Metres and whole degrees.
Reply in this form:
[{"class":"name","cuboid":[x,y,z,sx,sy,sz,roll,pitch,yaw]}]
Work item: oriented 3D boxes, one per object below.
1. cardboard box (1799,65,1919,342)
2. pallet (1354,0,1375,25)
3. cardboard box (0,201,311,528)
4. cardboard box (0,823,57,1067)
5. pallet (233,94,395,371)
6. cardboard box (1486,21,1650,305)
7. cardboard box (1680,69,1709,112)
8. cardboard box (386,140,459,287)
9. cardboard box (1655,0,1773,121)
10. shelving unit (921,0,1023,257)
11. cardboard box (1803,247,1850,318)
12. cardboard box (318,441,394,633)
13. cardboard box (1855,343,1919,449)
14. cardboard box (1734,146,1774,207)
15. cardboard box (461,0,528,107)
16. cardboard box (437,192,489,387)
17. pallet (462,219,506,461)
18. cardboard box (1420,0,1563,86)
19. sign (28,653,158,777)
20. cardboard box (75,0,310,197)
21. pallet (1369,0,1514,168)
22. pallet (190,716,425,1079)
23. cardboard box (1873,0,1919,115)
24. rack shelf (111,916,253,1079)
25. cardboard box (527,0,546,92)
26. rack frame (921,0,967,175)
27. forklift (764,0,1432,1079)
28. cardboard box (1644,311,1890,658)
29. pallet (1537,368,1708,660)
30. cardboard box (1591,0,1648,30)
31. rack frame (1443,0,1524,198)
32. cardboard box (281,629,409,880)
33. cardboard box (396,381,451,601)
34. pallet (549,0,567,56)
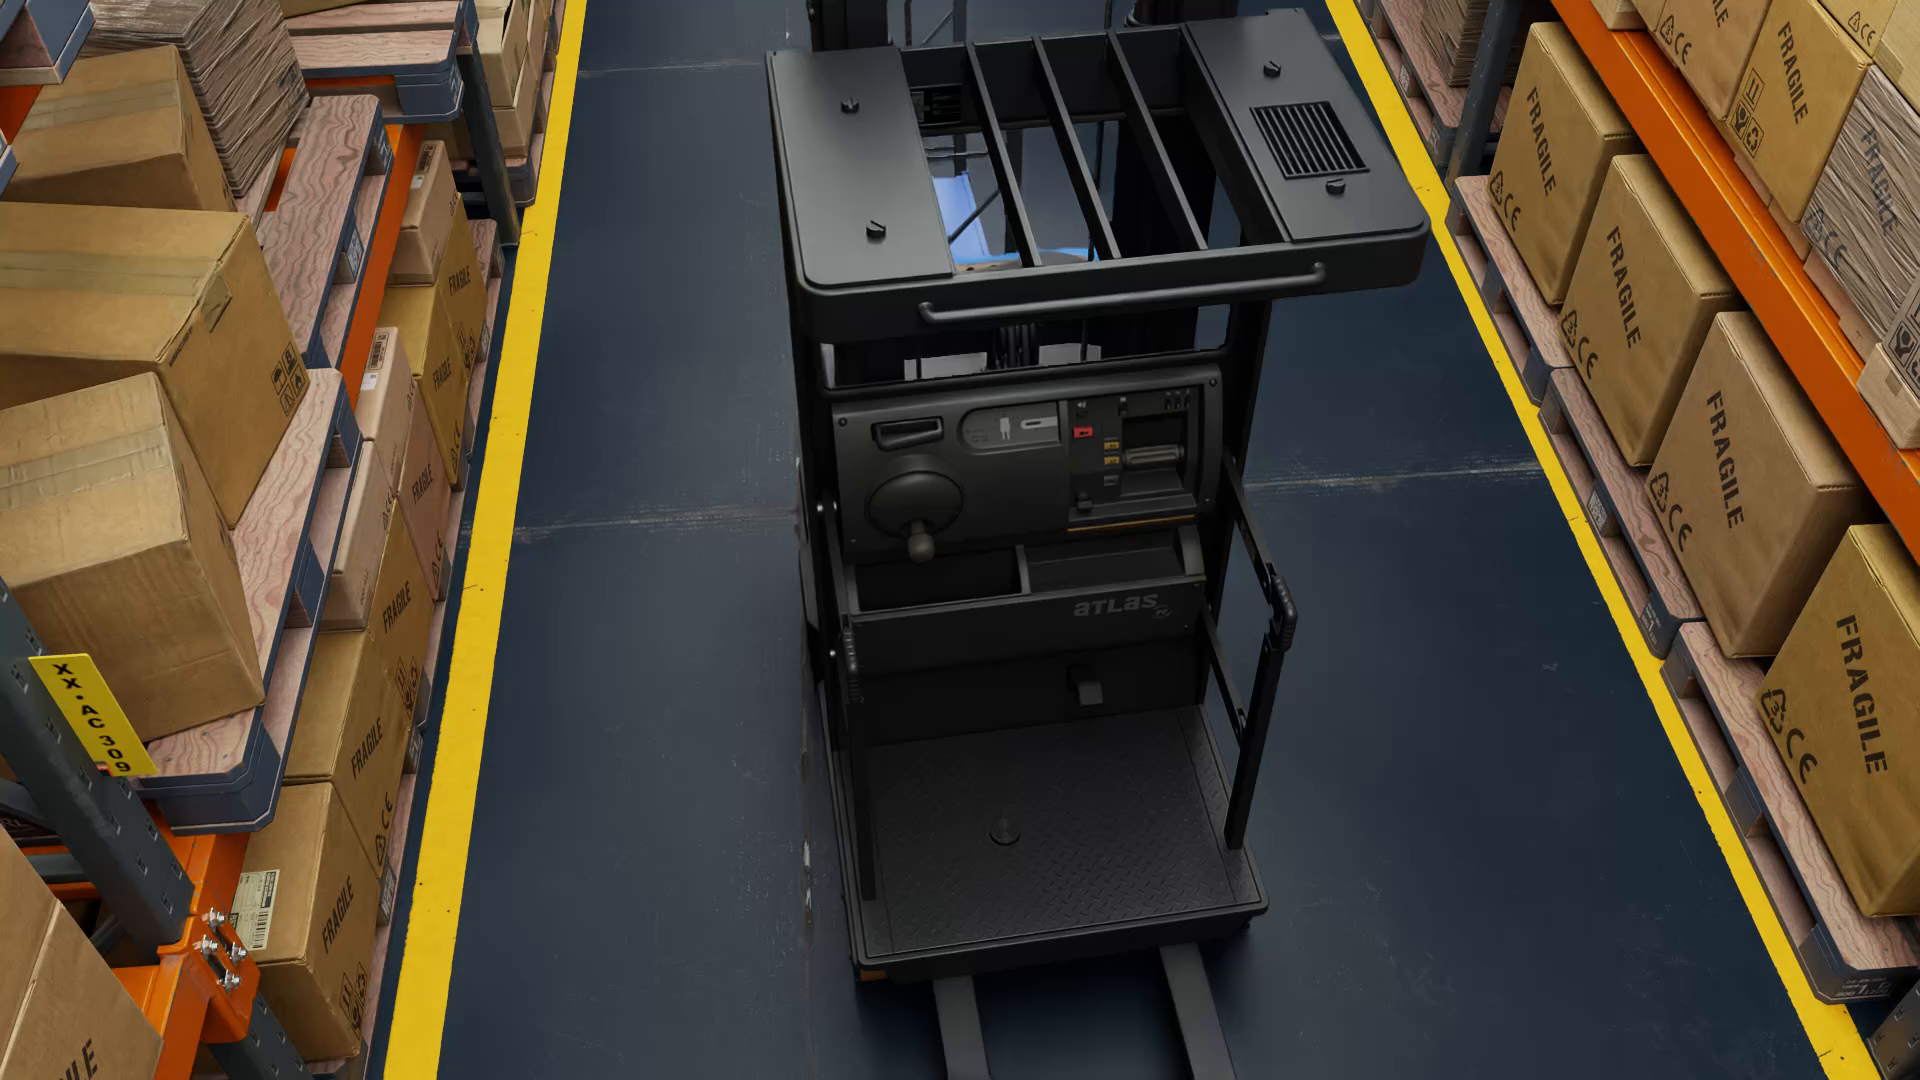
[{"class":"cardboard box","cuboid":[2.560,-0.862,4.213,0.500,0.500,0.500,-3,47,-3]},{"class":"pallet","cuboid":[2.438,-3.049,8.492,1.003,0.211,1.213,-3,47,-3]},{"class":"cardboard box","cuboid":[-1.938,-0.393,3.698,0.700,0.500,0.500,3,47,3]},{"class":"cardboard box","cuboid":[-1.700,0.608,2.351,0.500,0.500,0.500,-3,47,-3]},{"class":"pallet","cuboid":[-2.168,-0.785,4.560,1.003,0.211,1.213,-3,47,-3]},{"class":"cardboard box","cuboid":[2.532,-1.427,6.227,0.750,0.750,0.750,-4,47,-4]},{"class":"cardboard box","cuboid":[2.522,-1.488,5.253,0.380,0.149,0.250,-3,47,-2]},{"class":"cardboard box","cuboid":[-2.014,-1.105,5.632,0.500,0.250,0.500,-2,47,-2]},{"class":"cardboard box","cuboid":[2.461,-1.600,4.912,0.500,0.500,0.500,-4,47,-3]},{"class":"shelving unit","cuboid":[-0.146,-1.049,5.710,0.538,1.500,1.048,-7,47,-6]},{"class":"cardboard box","cuboid":[2.563,-0.737,4.542,0.380,0.149,0.250,-5,47,-4]},{"class":"cardboard box","cuboid":[-1.882,-0.002,4.588,0.500,0.250,0.500,-3,47,-3]},{"class":"cardboard box","cuboid":[2.523,-0.374,4.198,0.380,0.149,0.250,-3,47,-3]},{"class":"cardboard box","cuboid":[2.537,-1.121,4.905,0.380,0.149,0.250,-3,47,-3]},{"class":"cardboard box","cuboid":[-2.086,-2.046,6.841,0.500,0.311,0.500,-2,47,-2]},{"class":"cardboard box","cuboid":[-2.023,-0.887,5.943,0.500,0.500,0.500,-2,47,-2]},{"class":"pallet","cuboid":[-2.310,-0.757,6.321,1.003,0.211,1.213,-3,47,-3]},{"class":"cardboard box","cuboid":[2.488,-2.371,7.348,0.700,0.500,0.500,-3,47,-3]},{"class":"sign","cuboid":[-1.460,0.300,2.804,0.100,0.325,0.005,-3,47,-3]},{"class":"cardboard box","cuboid":[-2.284,-1.315,4.571,0.700,0.500,0.500,4,47,4]},{"class":"pallet","cuboid":[2.537,-2.168,7.658,1.003,0.211,1.213,-3,47,-3]},{"class":"pallet","cuboid":[-2.106,1.009,4.649,1.003,0.211,1.213,-3,47,-3]},{"class":"cardboard box","cuboid":[2.566,-1.131,3.951,0.500,0.250,0.500,-3,47,-3]},{"class":"rack shelf","cuboid":[-1.833,2.330,1.972,1.077,0.370,4.000,-3,47,-3]},{"class":"cardboard box","cuboid":[-2.129,-2.217,7.389,0.500,0.250,0.500,-5,47,-4]},{"class":"rack frame","cuboid":[-0.226,-1.413,6.055,0.500,1.500,0.032,-7,47,-6]},{"class":"forklift","cuboid":[0.204,-0.082,3.809,1.130,2.935,3.031,-7,47,-6]},{"class":"cardboard box","cuboid":[2.674,-0.178,5.044,0.750,0.750,0.750,-2,47,-2]},{"class":"pallet","cuboid":[2.691,-0.147,5.744,1.003,0.211,1.213,-3,47,-3]},{"class":"cardboard box","cuboid":[2.348,-1.850,5.595,0.380,0.149,0.250,-2,47,-2]},{"class":"rack frame","cuboid":[2.601,-2.562,6.110,1.000,3.000,0.127,-3,47,-3]},{"class":"cardboard box","cuboid":[-1.854,0.594,4.540,0.500,0.500,0.500,-3,47,-3]},{"class":"cardboard box","cuboid":[-1.930,-0.134,5.229,0.500,0.500,0.500,-5,47,-5]},{"class":"pallet","cuboid":[-2.464,-2.778,8.235,1.003,0.211,1.213,-3,47,-3]}]
